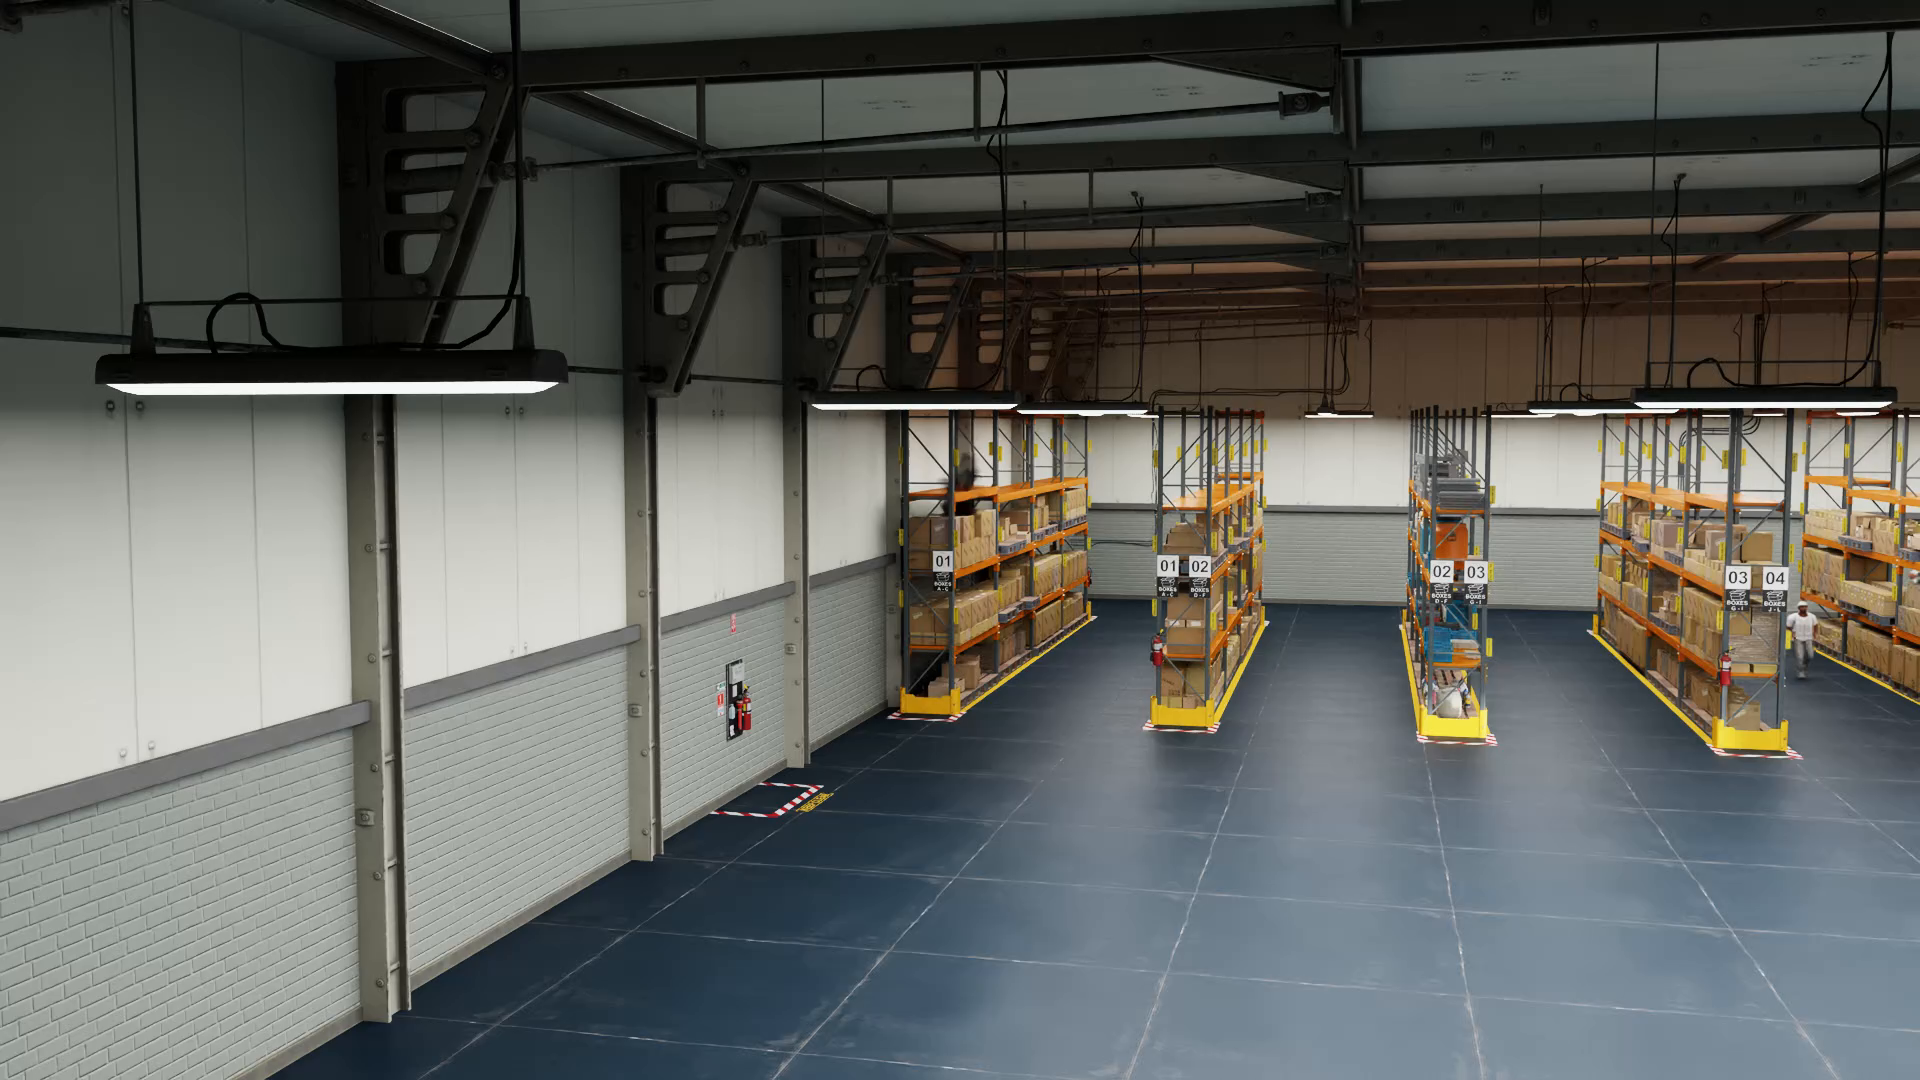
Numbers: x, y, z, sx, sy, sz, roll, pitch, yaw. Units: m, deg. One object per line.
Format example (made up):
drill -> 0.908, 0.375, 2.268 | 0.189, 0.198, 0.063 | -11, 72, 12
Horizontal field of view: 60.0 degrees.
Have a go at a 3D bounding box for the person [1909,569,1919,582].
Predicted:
person -> 25.245, 1.693, 43.965 | 0.775, 1.850, 0.615 | 2, 4, 21

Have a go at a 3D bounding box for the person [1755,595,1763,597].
person -> 20.613, 1.766, 43.242 | 0.666, 1.674, 0.858 | 3, 5, 37

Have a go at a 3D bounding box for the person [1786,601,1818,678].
person -> 18.707, 2.208, 36.898 | 0.674, 1.721, 0.569 | 1, 4, 15
